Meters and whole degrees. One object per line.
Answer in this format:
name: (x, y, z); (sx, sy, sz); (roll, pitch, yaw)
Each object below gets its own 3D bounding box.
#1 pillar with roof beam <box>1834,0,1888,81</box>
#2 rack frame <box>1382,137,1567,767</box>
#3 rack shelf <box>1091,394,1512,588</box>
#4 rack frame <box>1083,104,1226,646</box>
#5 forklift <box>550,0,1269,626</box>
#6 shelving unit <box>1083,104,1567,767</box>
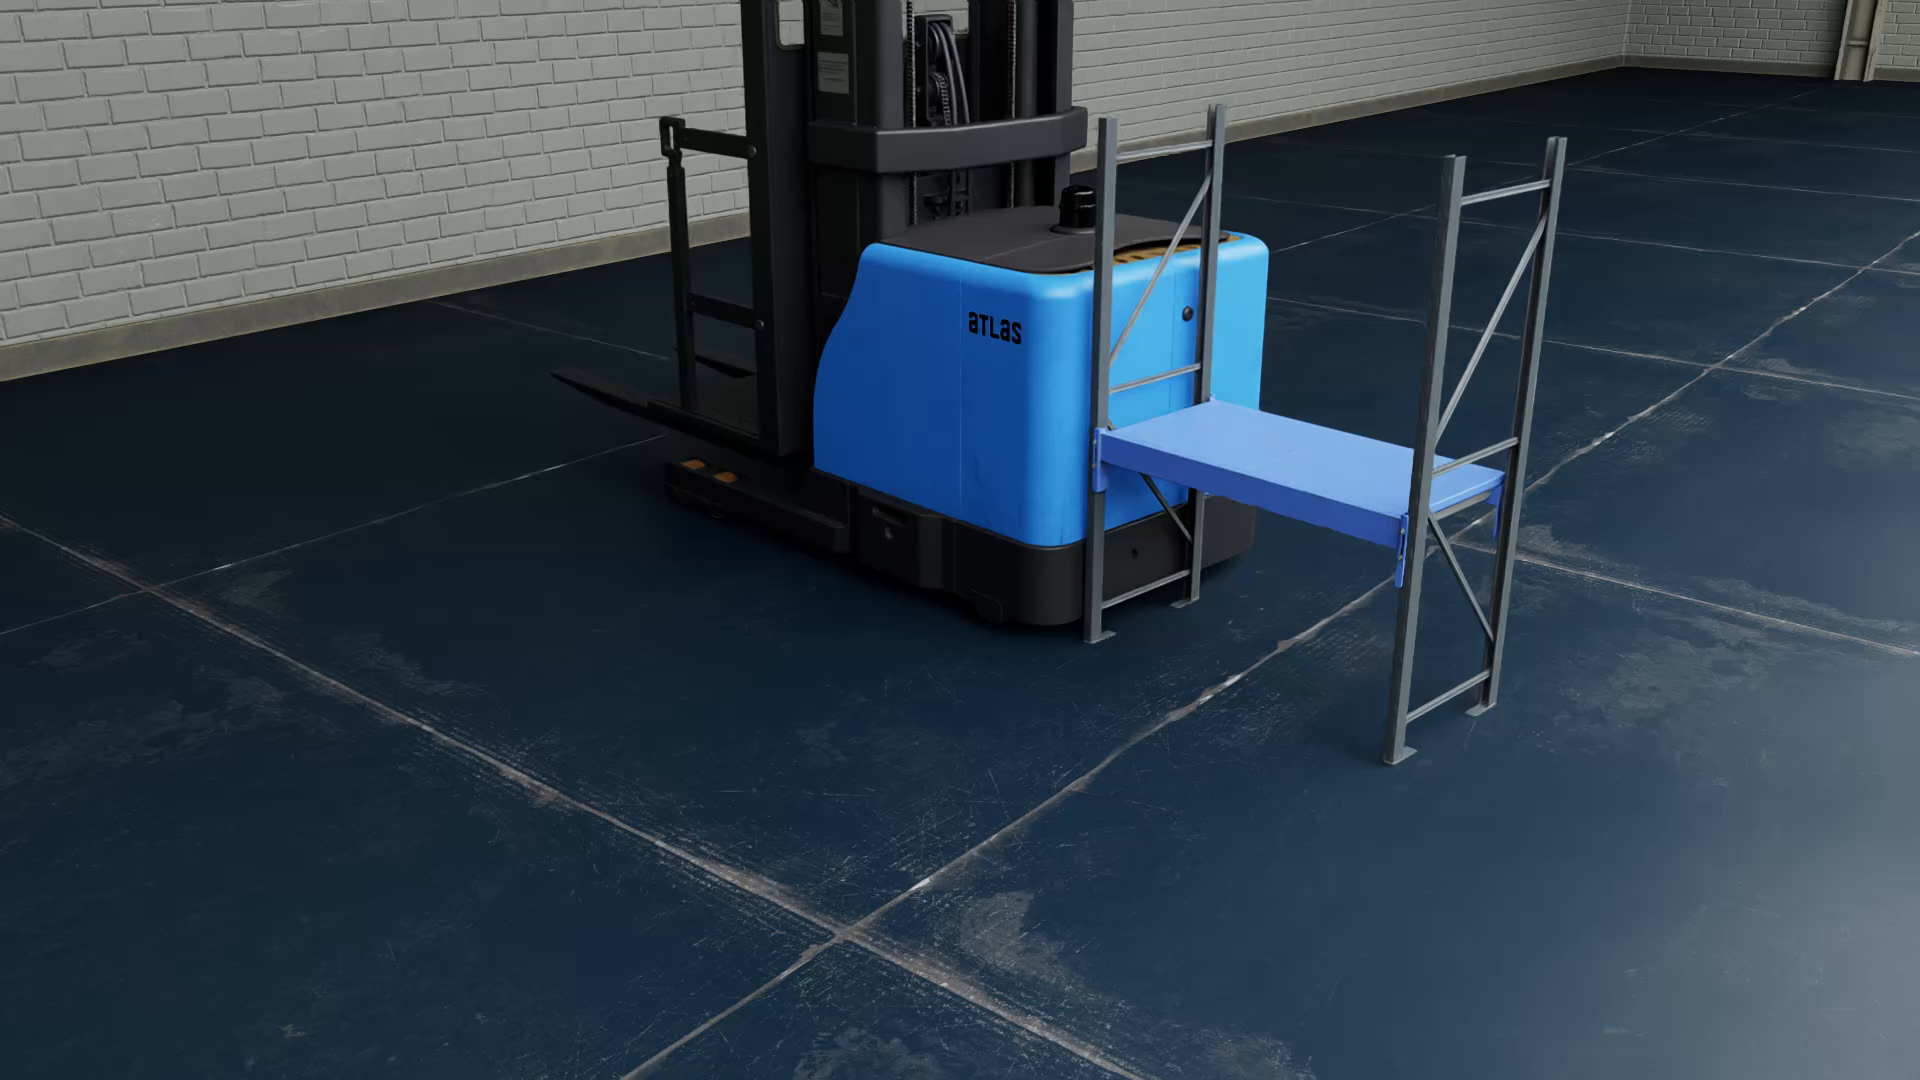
pillar with roof beam: (8.739, -8.941, 16.626); (0.400, 9.000, 9.100); (16, 26, 36)
rack frame: (1.253, -0.198, 4.067); (0.500, 1.500, 0.032); (-19, 27, -40)
rack shelf: (0.903, -0.159, 4.475); (0.538, 0.185, 1.000); (-19, 27, -40)
rack frame: (0.552, -0.458, 4.756); (0.500, 1.500, 0.032); (-19, 27, -40)
forklift: (-0.416, -1.555, 5.637); (1.130, 2.935, 3.031); (-19, 27, -40)
shelving unit: (0.903, -0.328, 4.412); (0.538, 1.500, 1.048); (-19, 27, -40)
